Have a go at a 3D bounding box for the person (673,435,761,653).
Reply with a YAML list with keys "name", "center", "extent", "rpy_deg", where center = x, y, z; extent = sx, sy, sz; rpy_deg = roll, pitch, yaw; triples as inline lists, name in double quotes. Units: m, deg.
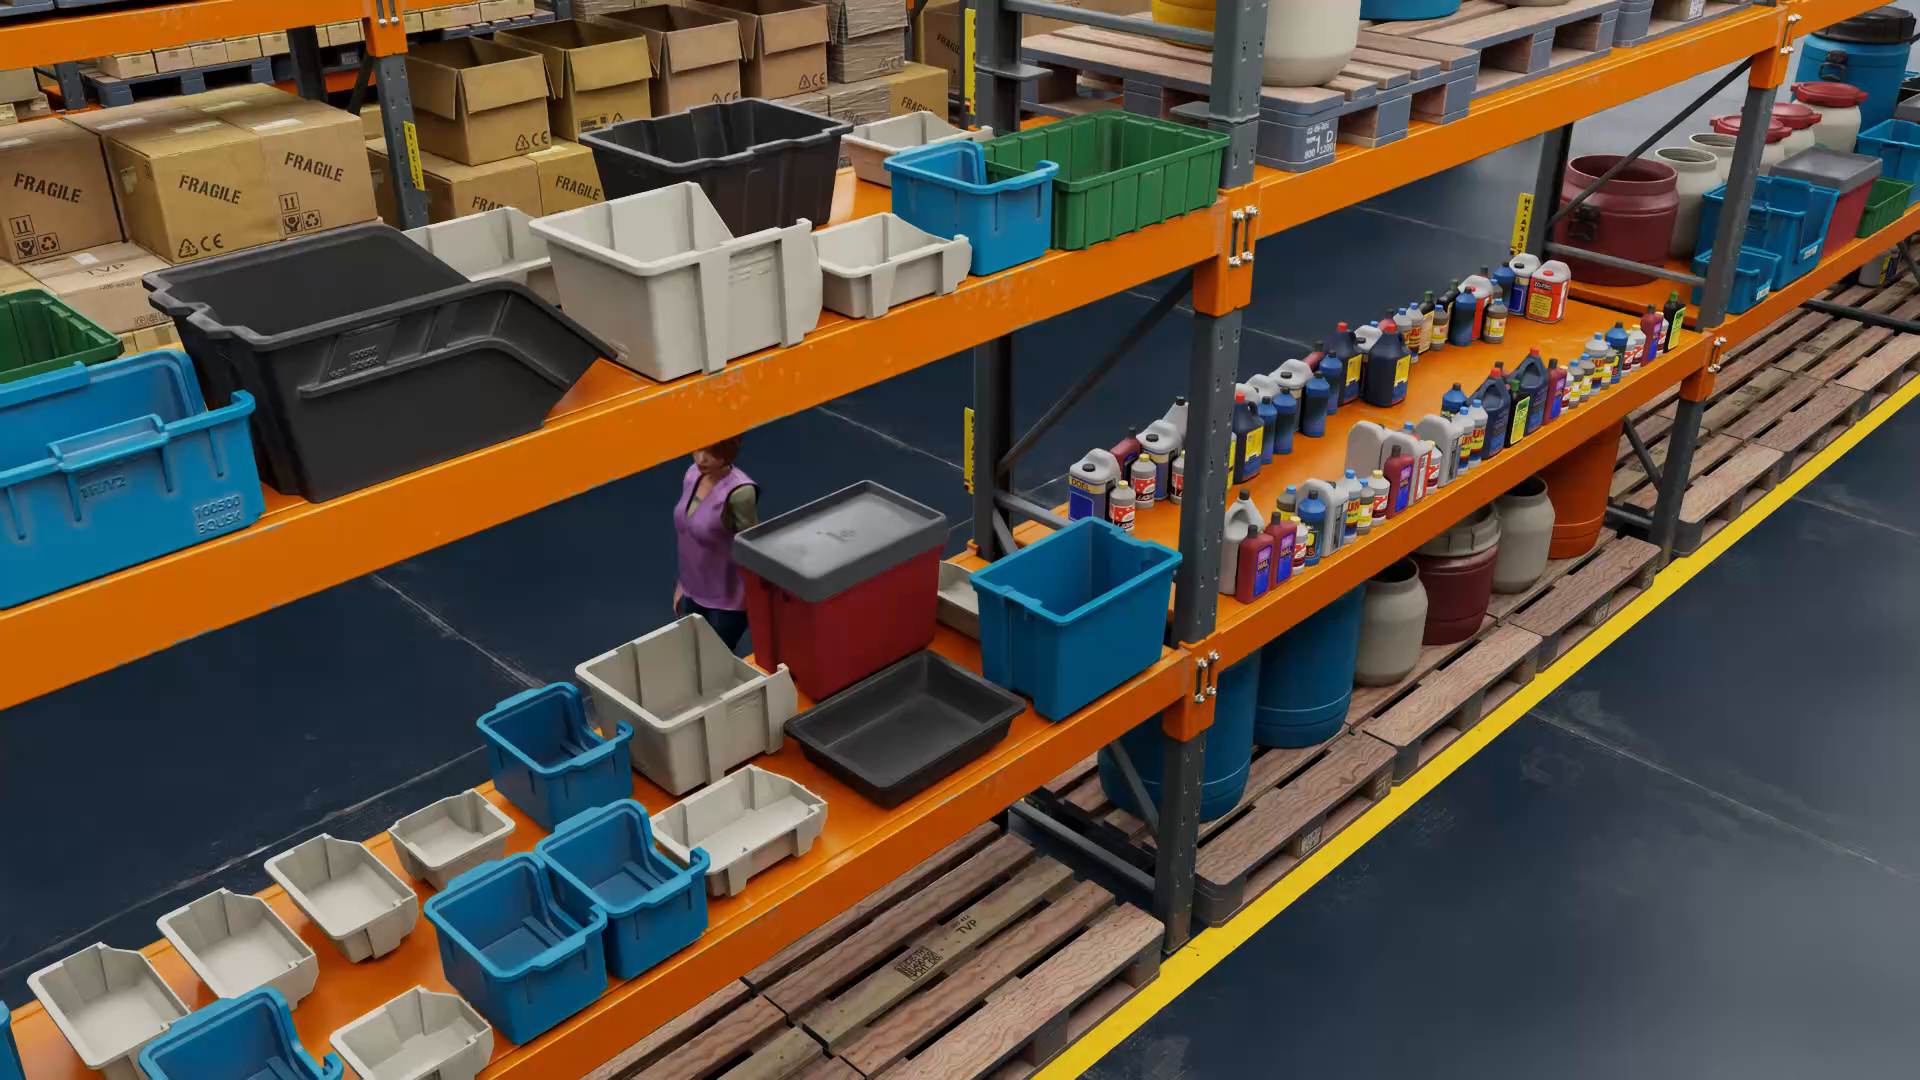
- name: "person"
  center: [-0.947, 0.227, 6.668]
  extent: [0.447, 1.591, 0.424]
  rpy_deg: [-20, 34, -32]
